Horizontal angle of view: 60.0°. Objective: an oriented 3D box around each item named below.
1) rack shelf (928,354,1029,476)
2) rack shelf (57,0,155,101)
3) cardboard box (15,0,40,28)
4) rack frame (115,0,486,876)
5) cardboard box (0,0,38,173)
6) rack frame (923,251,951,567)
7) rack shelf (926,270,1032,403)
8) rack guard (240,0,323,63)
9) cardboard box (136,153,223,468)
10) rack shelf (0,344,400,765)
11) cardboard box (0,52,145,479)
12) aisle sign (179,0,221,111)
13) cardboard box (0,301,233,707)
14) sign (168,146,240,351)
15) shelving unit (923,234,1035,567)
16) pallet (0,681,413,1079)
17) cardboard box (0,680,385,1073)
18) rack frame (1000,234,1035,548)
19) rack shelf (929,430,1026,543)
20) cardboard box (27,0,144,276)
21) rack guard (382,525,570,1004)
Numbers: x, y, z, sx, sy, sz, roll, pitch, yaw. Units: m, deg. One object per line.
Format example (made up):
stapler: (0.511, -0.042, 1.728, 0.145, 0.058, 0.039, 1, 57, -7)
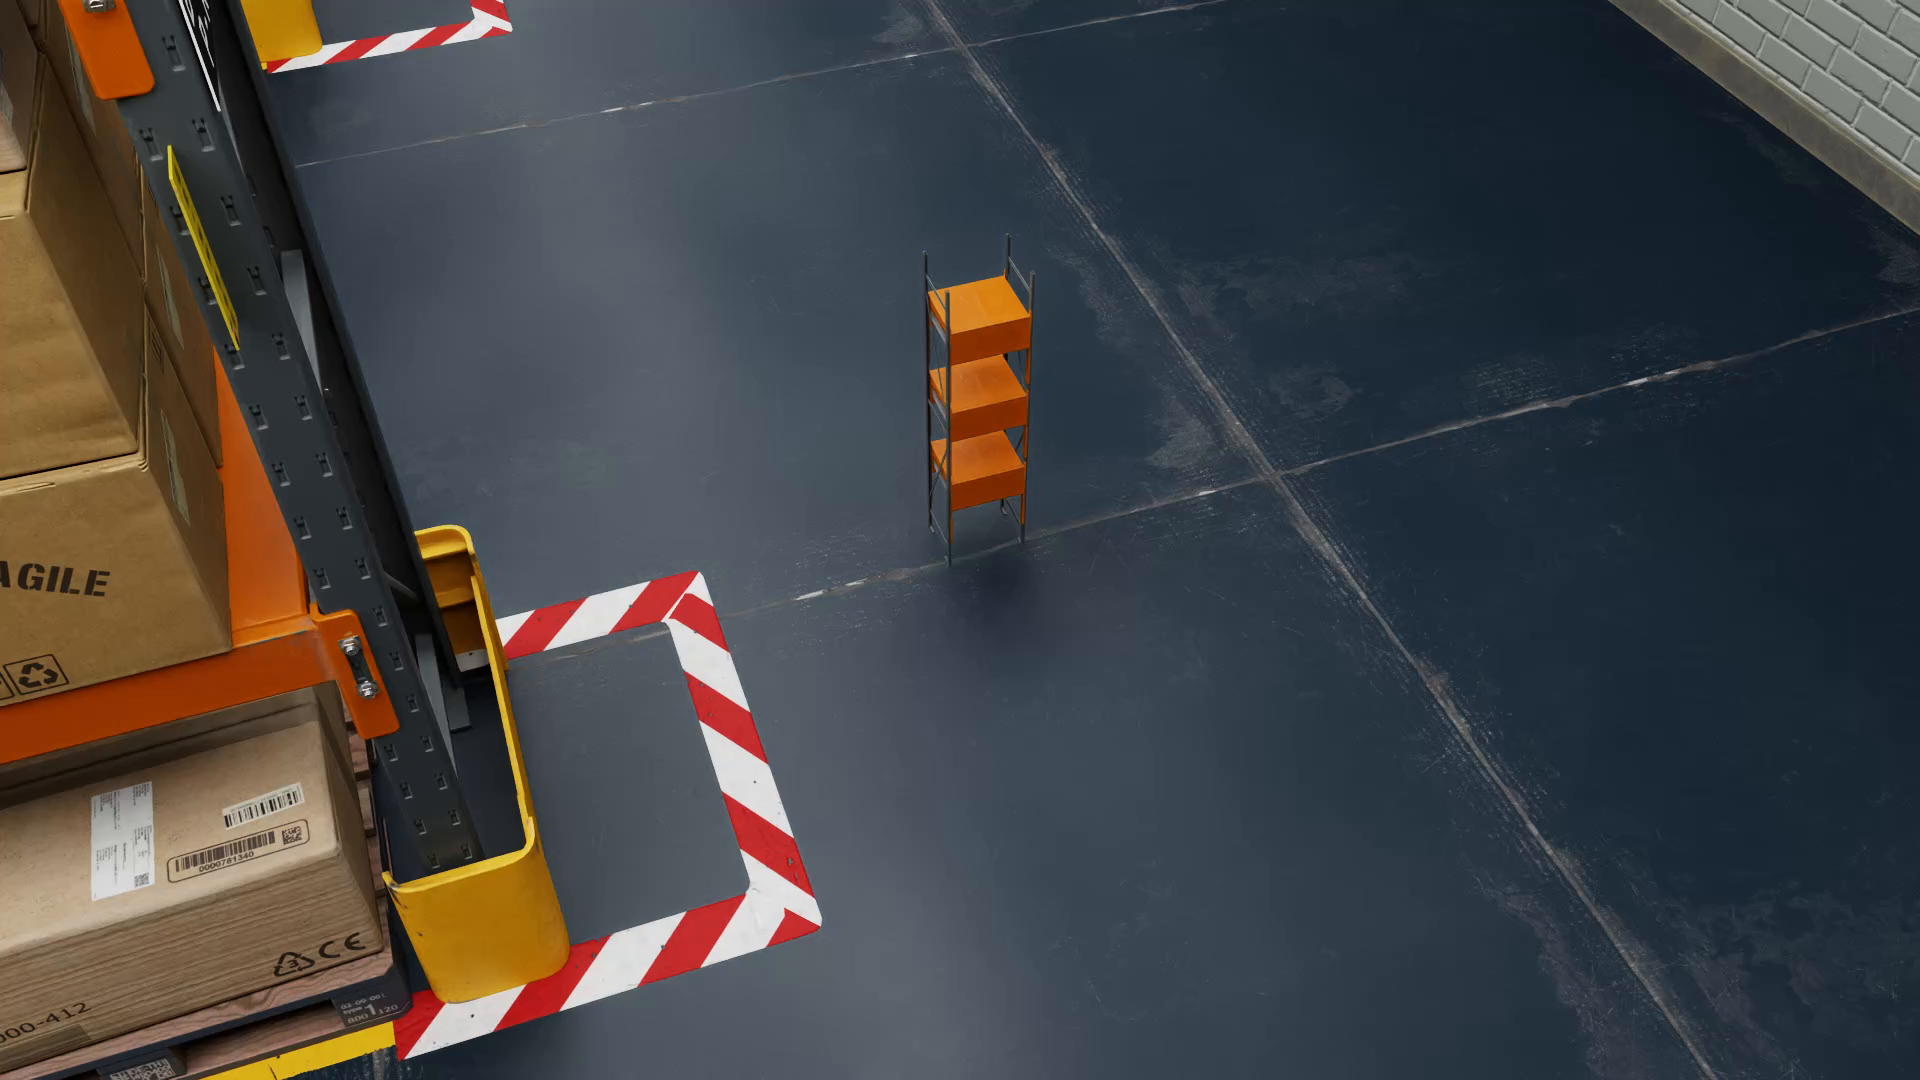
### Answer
rack shelf: (0.050, -0.376, 4.898, 0.240, 0.259, 0.215, -14, 47, -14)
rack shelf: (-3.232, -0.648, 2.169, 4.000, 0.370, 1.077, -14, 47, -14)
cardboard box: (-1.779, -1.041, 2.935, 0.250, 0.149, 0.380, -13, 47, -13)
rack frame: (-1.351, -0.324, 3.456, 0.127, 3.000, 1.000, -14, 47, -14)
cardboard box: (-1.620, -0.722, 2.617, 0.250, 0.149, 0.380, -14, 47, -13)
rack frame: (-0.064, -0.354, 4.862, 0.008, 1.050, 0.200, -14, 47, -14)
rack shelf: (0.050, -0.576, 4.697, 0.240, 0.259, 0.215, -14, 47, -14)
rack guard: (-3.198, -2.697, 7.585, 0.348, 0.500, 1.175, -14, 47, -14)
cardboard box: (-1.900, -0.436, 3.496, 0.500, 0.500, 0.500, -15, 47, -14)
rack shelf: (-3.232, 0.411, 3.231, 4.000, 0.370, 1.077, -14, 47, -14)
cardboard box: (-1.723, -0.438, 2.792, 0.500, 0.500, 0.500, -13, 47, -13)
aisle sign: (-1.178, -1.053, 2.346, 0.004, 0.787, 0.394, -14, 47, -14)
cardboard box: (-1.715, -0.067, 3.129, 0.500, 0.500, 0.500, -14, 47, -14)
sign: (-1.180, -0.452, 2.598, 0.005, 0.325, 0.100, -14, 47, -14)
shelving unit: (0.050, -0.383, 4.891, 0.252, 1.050, 0.215, -14, 47, -14)
pallet: (-2.076, 0.904, 4.200, 1.213, 0.211, 1.003, -14, 47, -14)
cardboard box: (-1.938, 0.657, 3.990, 0.875, 0.438, 0.875, -16, 47, -15)
rack frame: (0.165, -0.413, 4.920, 0.008, 1.050, 0.200, -14, 47, -14)
rack shelf: (0.050, -0.180, 5.095, 0.240, 0.259, 0.215, -14, 47, -14)
cardboard box: (-1.899, -0.787, 3.140, 0.500, 0.500, 0.500, -15, 47, -15)
rack guard: (-1.328, 0.552, 4.347, 0.348, 0.500, 1.175, -14, 47, -14)
